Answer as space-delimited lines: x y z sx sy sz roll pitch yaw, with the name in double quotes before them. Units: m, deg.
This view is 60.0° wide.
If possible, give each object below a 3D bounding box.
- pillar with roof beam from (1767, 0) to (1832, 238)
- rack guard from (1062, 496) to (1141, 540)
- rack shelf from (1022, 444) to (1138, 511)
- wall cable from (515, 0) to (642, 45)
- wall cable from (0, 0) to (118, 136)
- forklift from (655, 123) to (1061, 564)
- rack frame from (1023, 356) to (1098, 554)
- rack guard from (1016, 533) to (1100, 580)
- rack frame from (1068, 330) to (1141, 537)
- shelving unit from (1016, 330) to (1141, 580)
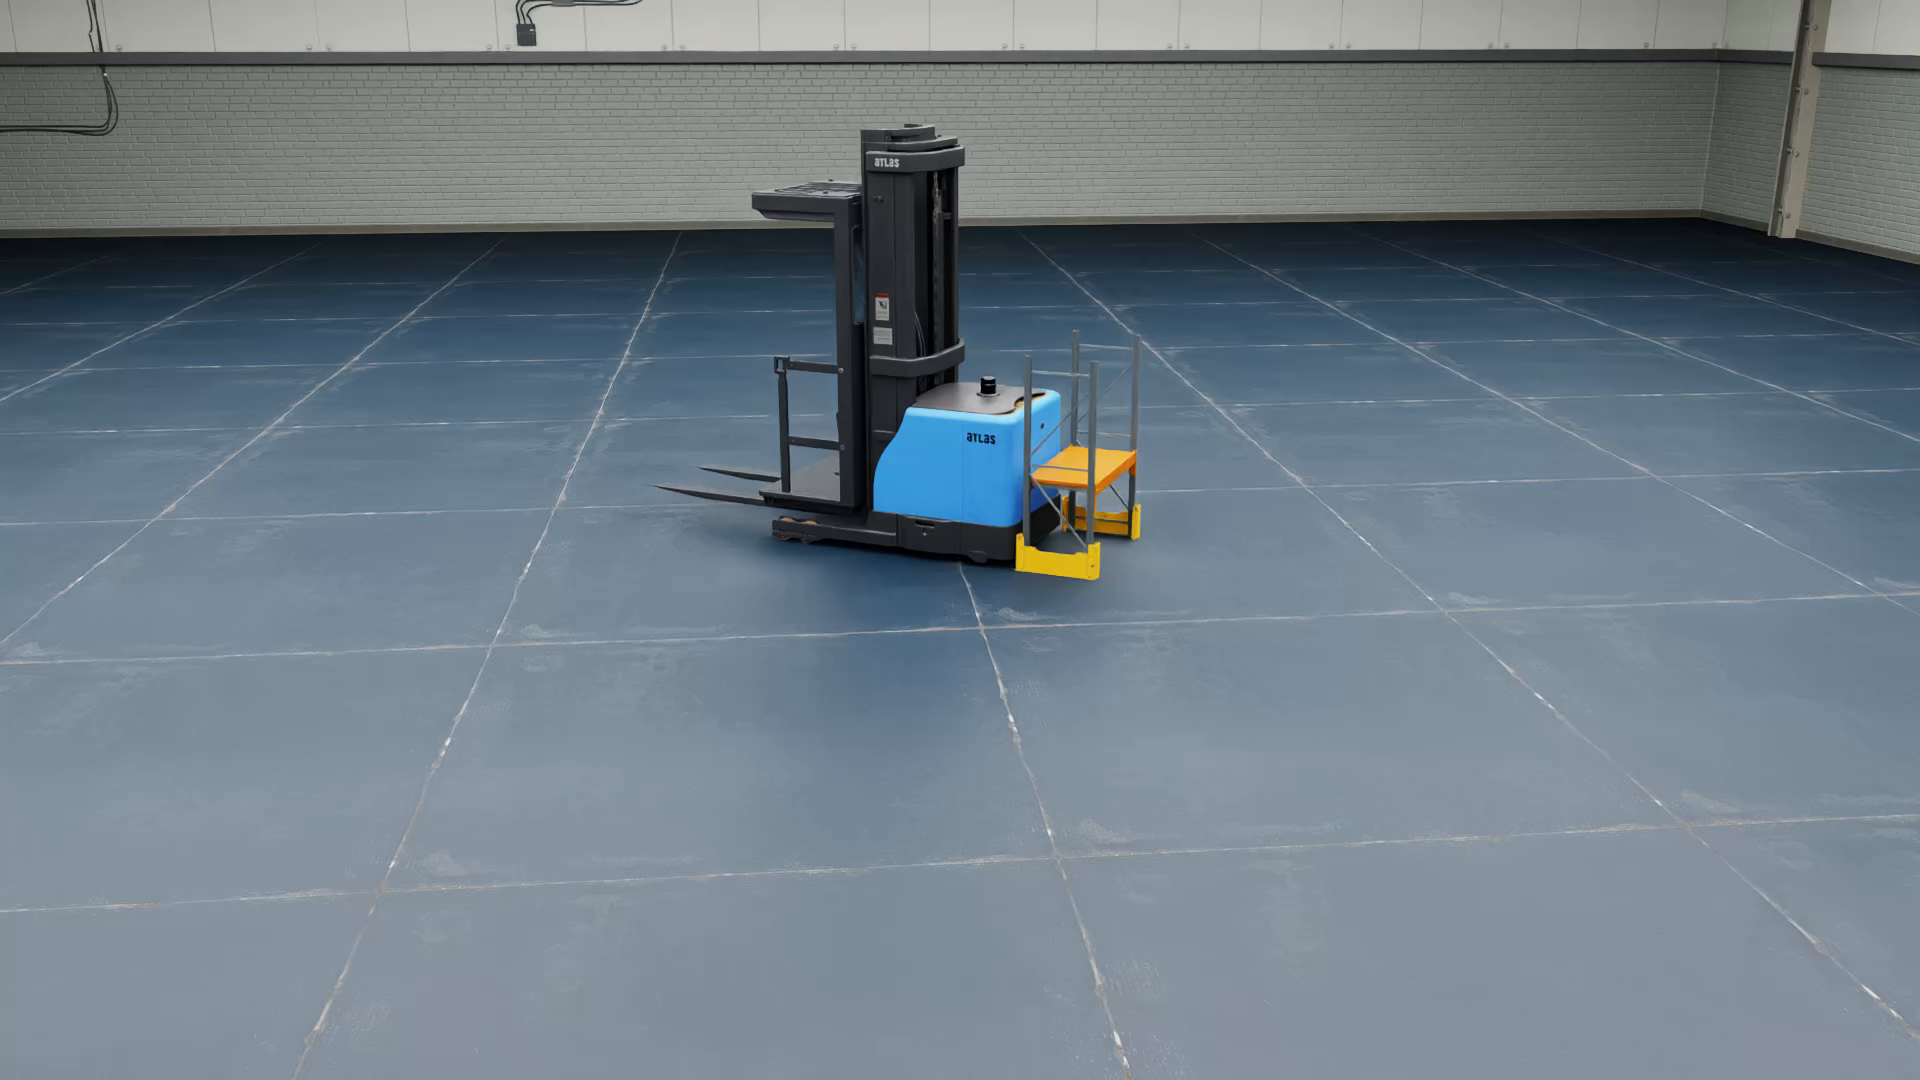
"pillar with roof beam" 10.096 -9.470 27.318 9.100 9.000 0.400 -2 18 -6
"rack guard" 1.040 -0.164 12.281 0.587 0.250 0.087 7 19 21
"rack shelf" 0.858 -0.452 11.715 0.538 0.185 1.000 7 19 21
"wall cable" -6.498 -11.459 27.977 2.305 6.003 0.169 -2 18 -6
"wall cable" -15.942 -8.067 28.033 3.097 2.526 0.112 -2 18 -6
"forklift" -0.820 -1.507 12.085 3.031 2.935 1.130 8 19 23
"rack frame" 0.668 -0.483 11.211 0.500 1.500 0.032 7 19 21
"rack guard" 0.669 0.113 11.399 0.587 0.250 0.087 7 19 21
"rack frame" 1.047 -0.765 12.111 0.500 1.500 0.032 7 19 21
"shelving unit" 0.854 -0.621 11.653 0.587 1.500 1.083 7 19 21
